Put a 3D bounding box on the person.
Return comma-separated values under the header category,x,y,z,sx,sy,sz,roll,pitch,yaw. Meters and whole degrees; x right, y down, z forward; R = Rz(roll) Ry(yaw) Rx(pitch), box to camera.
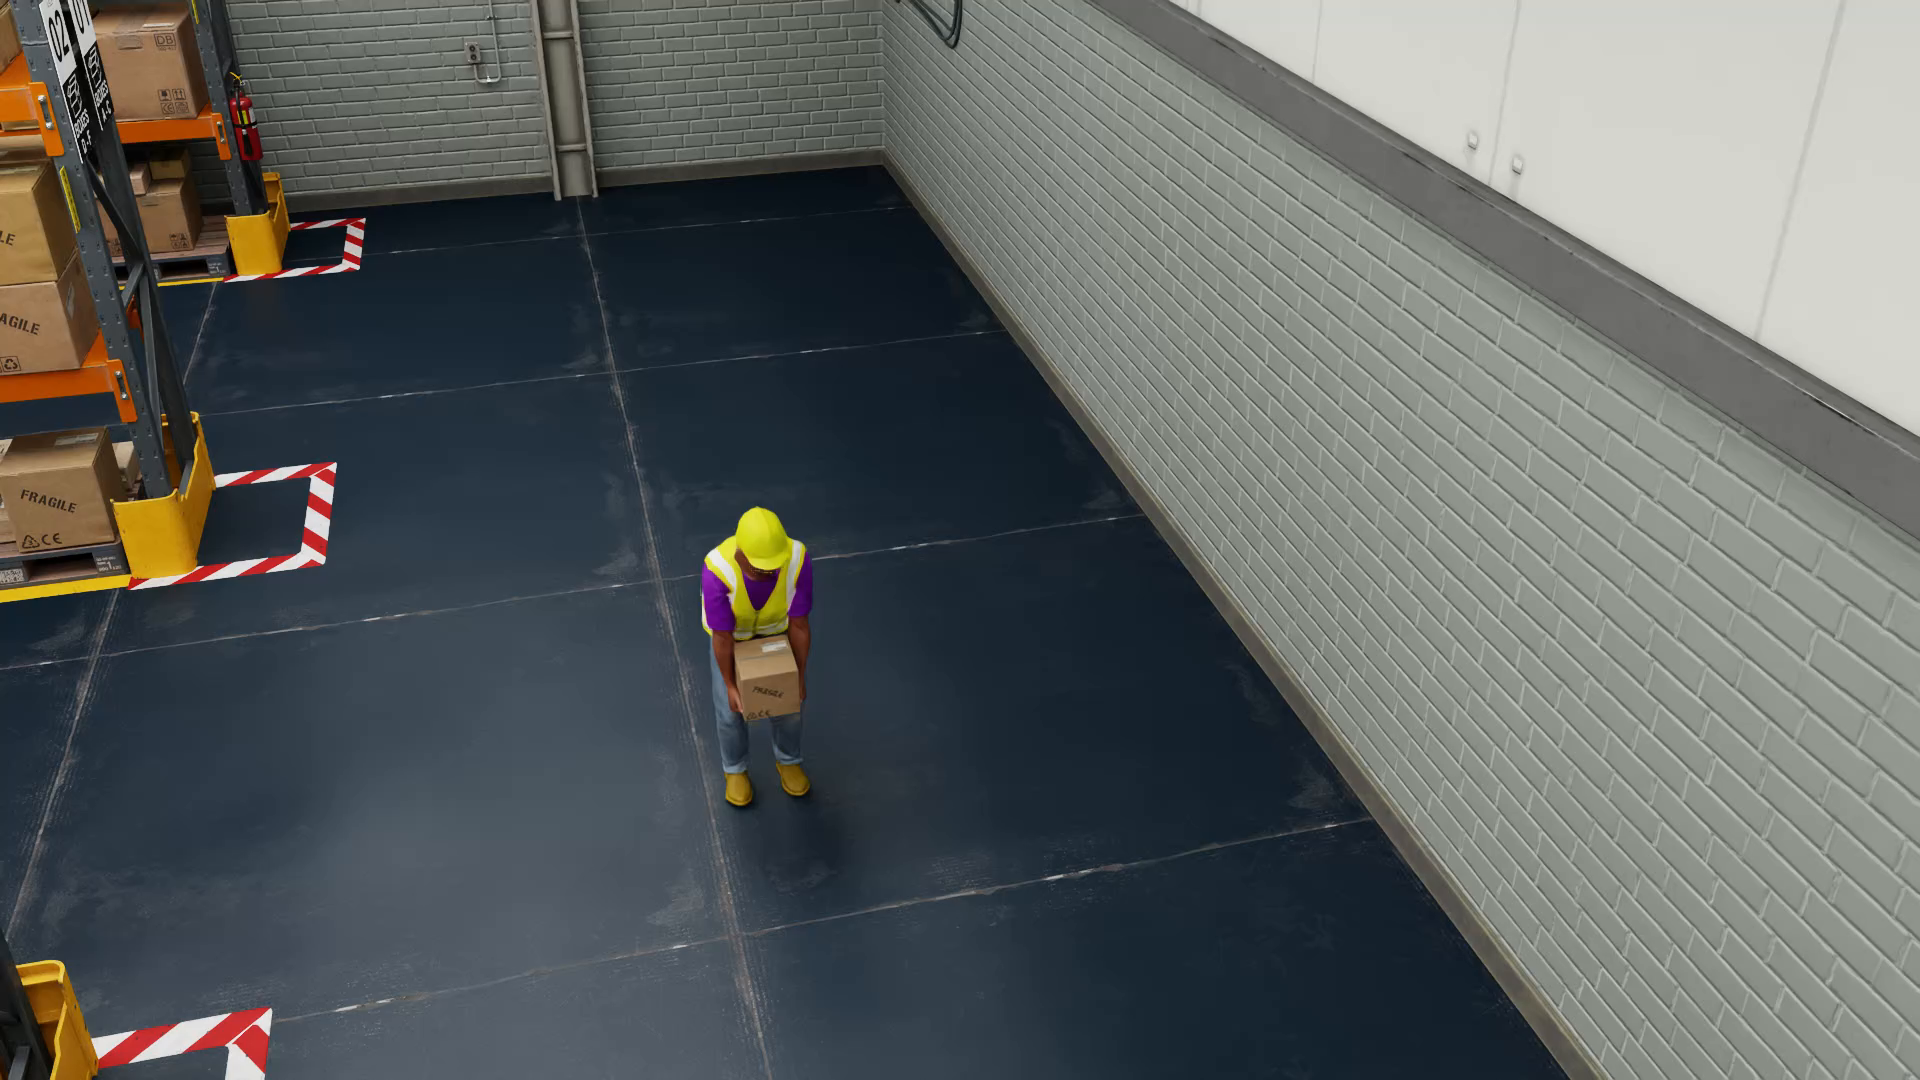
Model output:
category,x,y,z,sx,sy,sz,roll,pitch,yaw
person,-0.887,0.505,7.451,0.483,1.657,0.693,-8,31,-14
